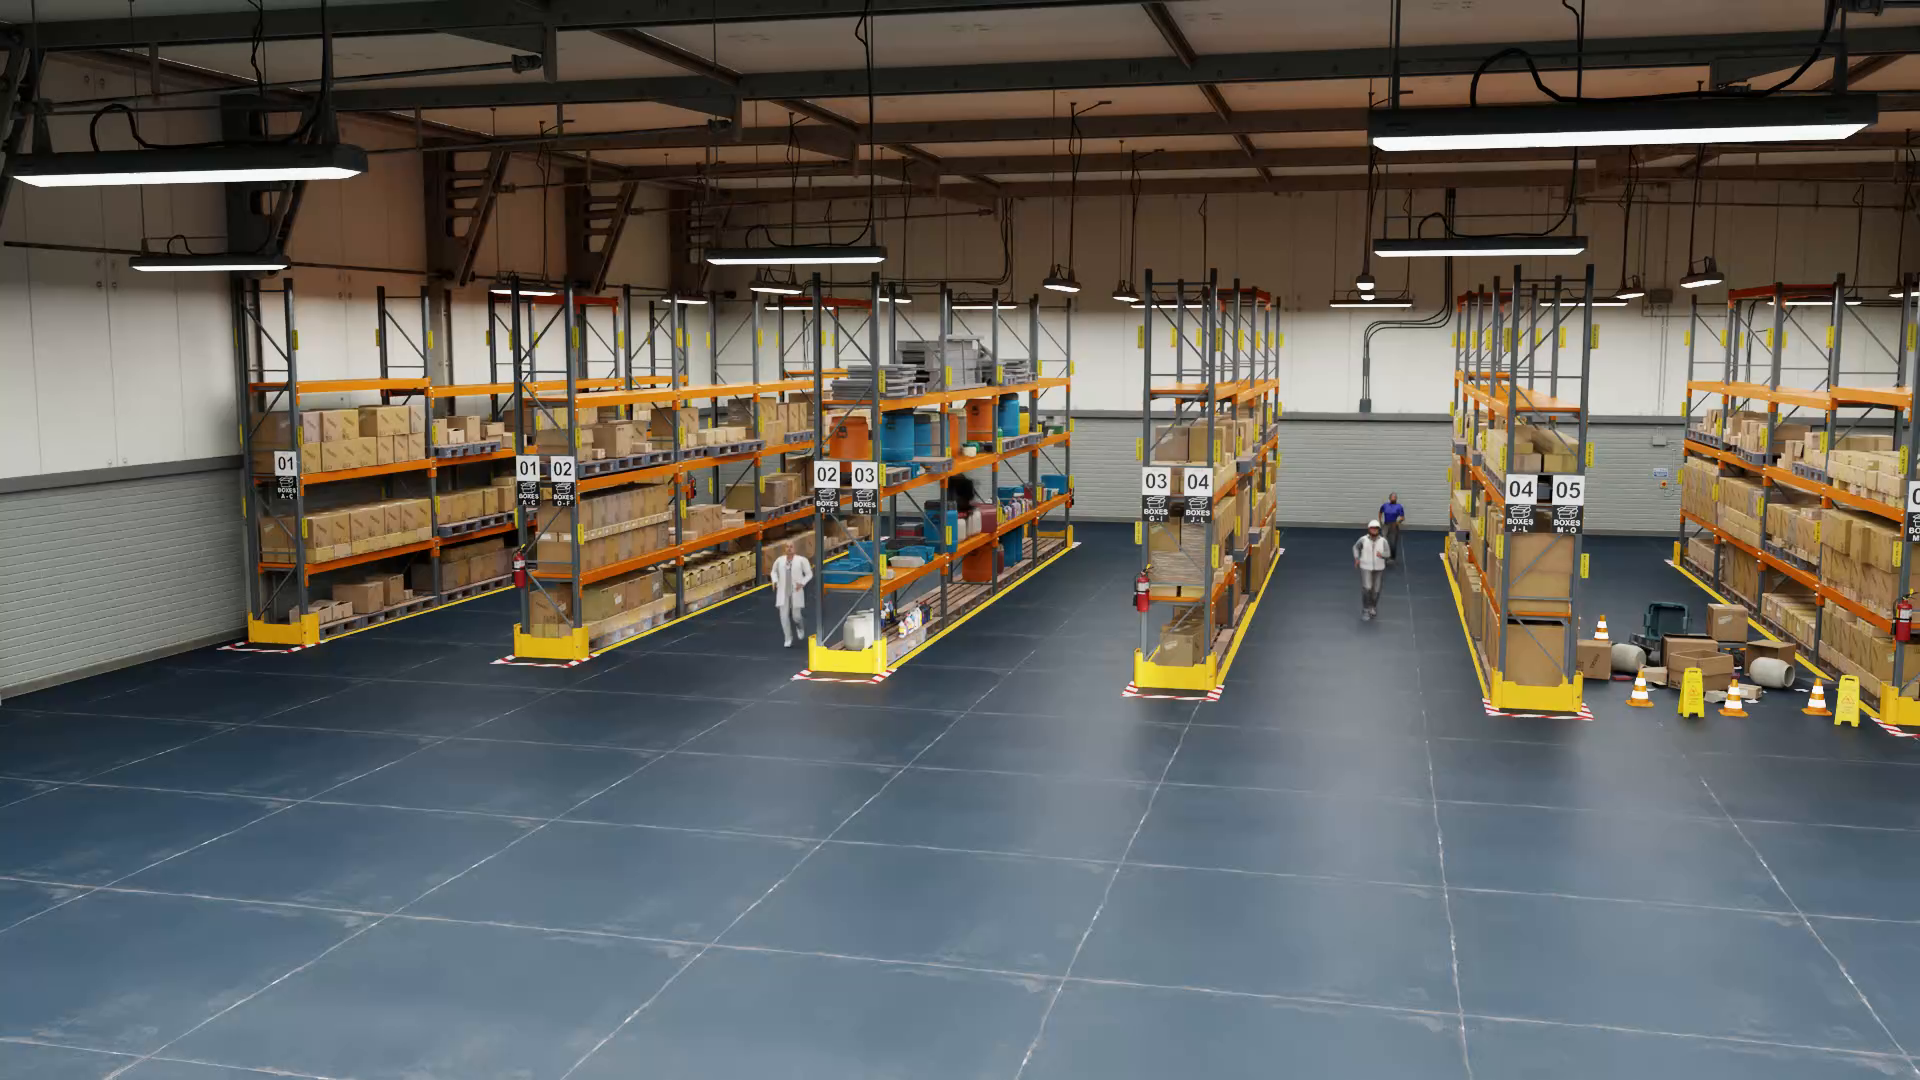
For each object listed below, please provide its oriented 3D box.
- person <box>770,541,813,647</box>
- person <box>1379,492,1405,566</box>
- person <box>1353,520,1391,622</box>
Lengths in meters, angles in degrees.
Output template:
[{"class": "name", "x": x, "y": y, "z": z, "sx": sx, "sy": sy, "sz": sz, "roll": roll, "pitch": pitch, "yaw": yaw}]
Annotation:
[{"class": "person", "x": -2.781, "y": 0.871, "z": 27.327, "sx": 0.711, "sy": 1.727, "sz": 0.716, "roll": 1, "pitch": 7, "yaw": 7}, {"class": "person", "x": 9.576, "y": -0.230, "z": 36.973, "sx": 0.585, "sy": 1.674, "sz": 0.662, "roll": 3, "pitch": 7, "yaw": 21}, {"class": "person", "x": 7.401, "y": 0.553, "z": 29.865, "sx": 0.624, "sy": 1.831, "sz": 0.752, "roll": 0, "pitch": 7, "yaw": 3}]
